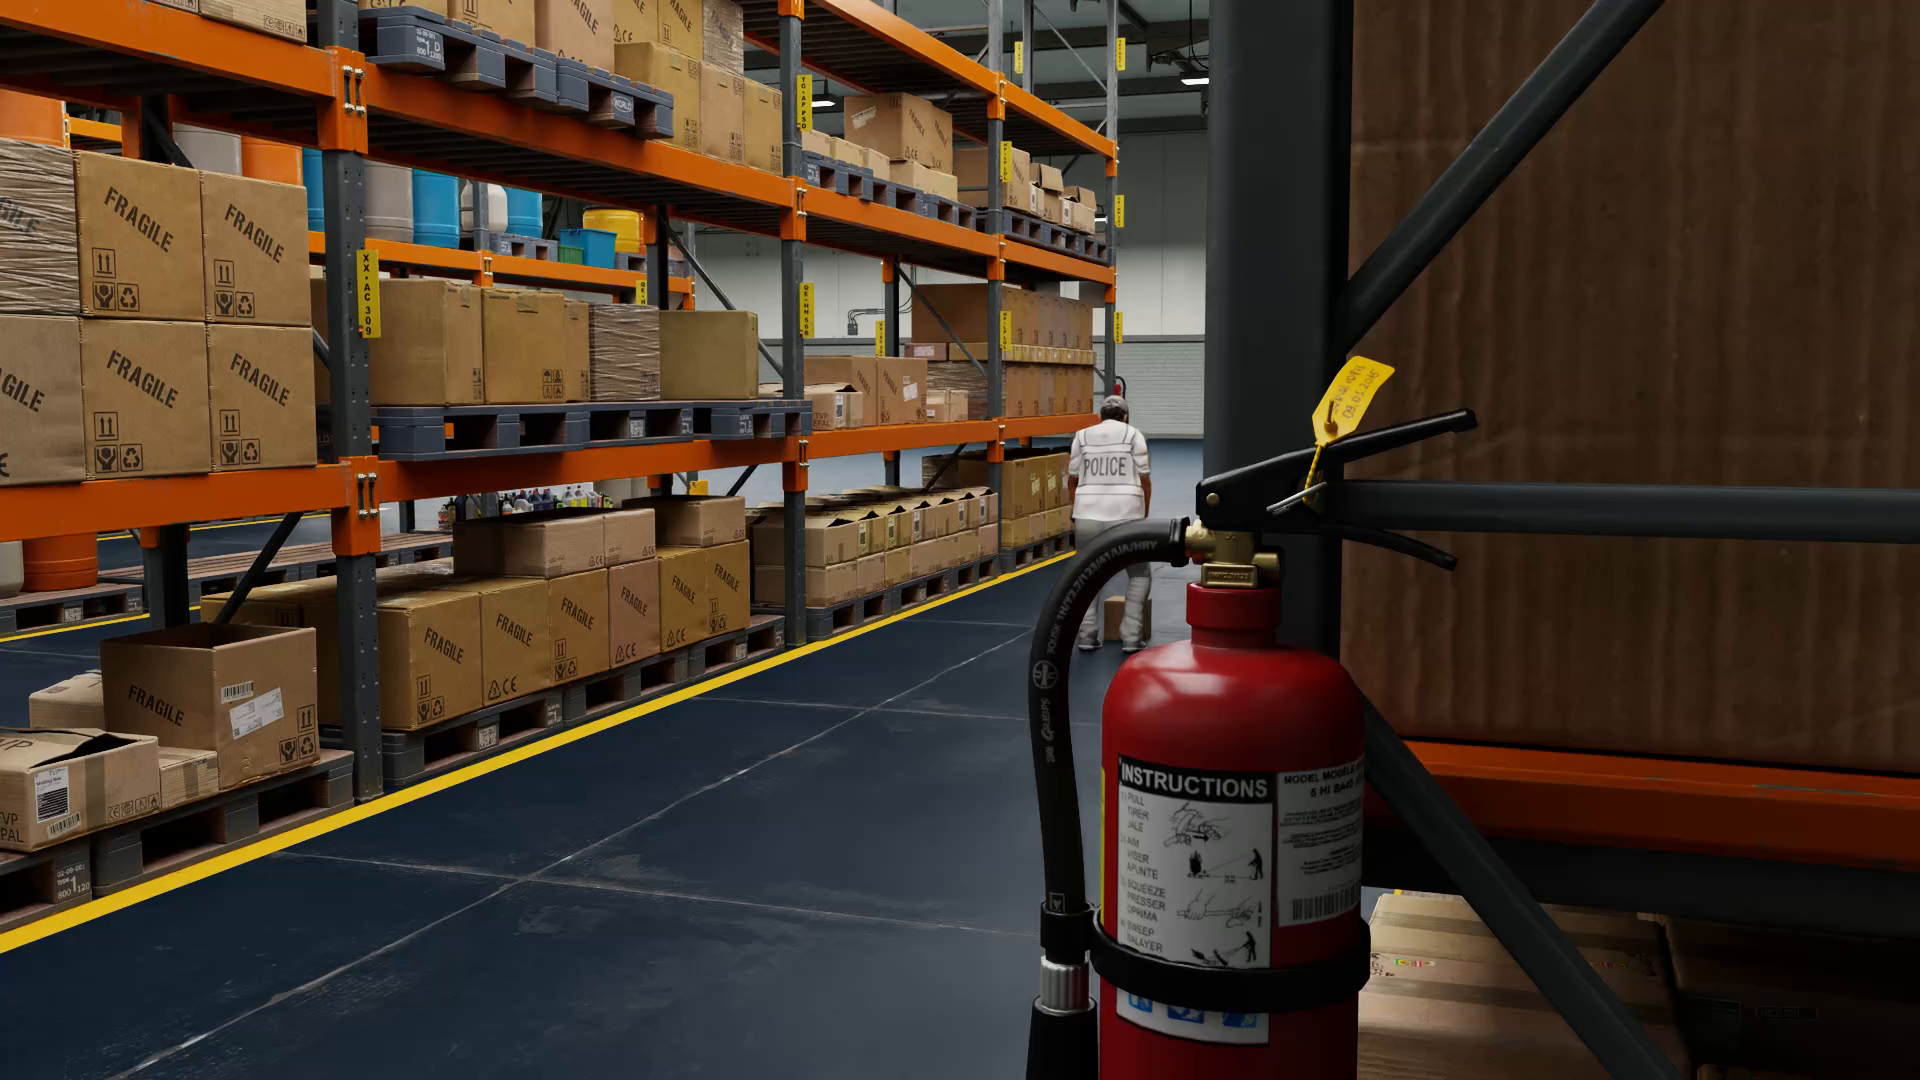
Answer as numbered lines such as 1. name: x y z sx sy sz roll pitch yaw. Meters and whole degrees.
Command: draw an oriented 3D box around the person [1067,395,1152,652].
1. person: 0.890 -0.098 10.028 0.519 1.541 0.591 2 6 20
